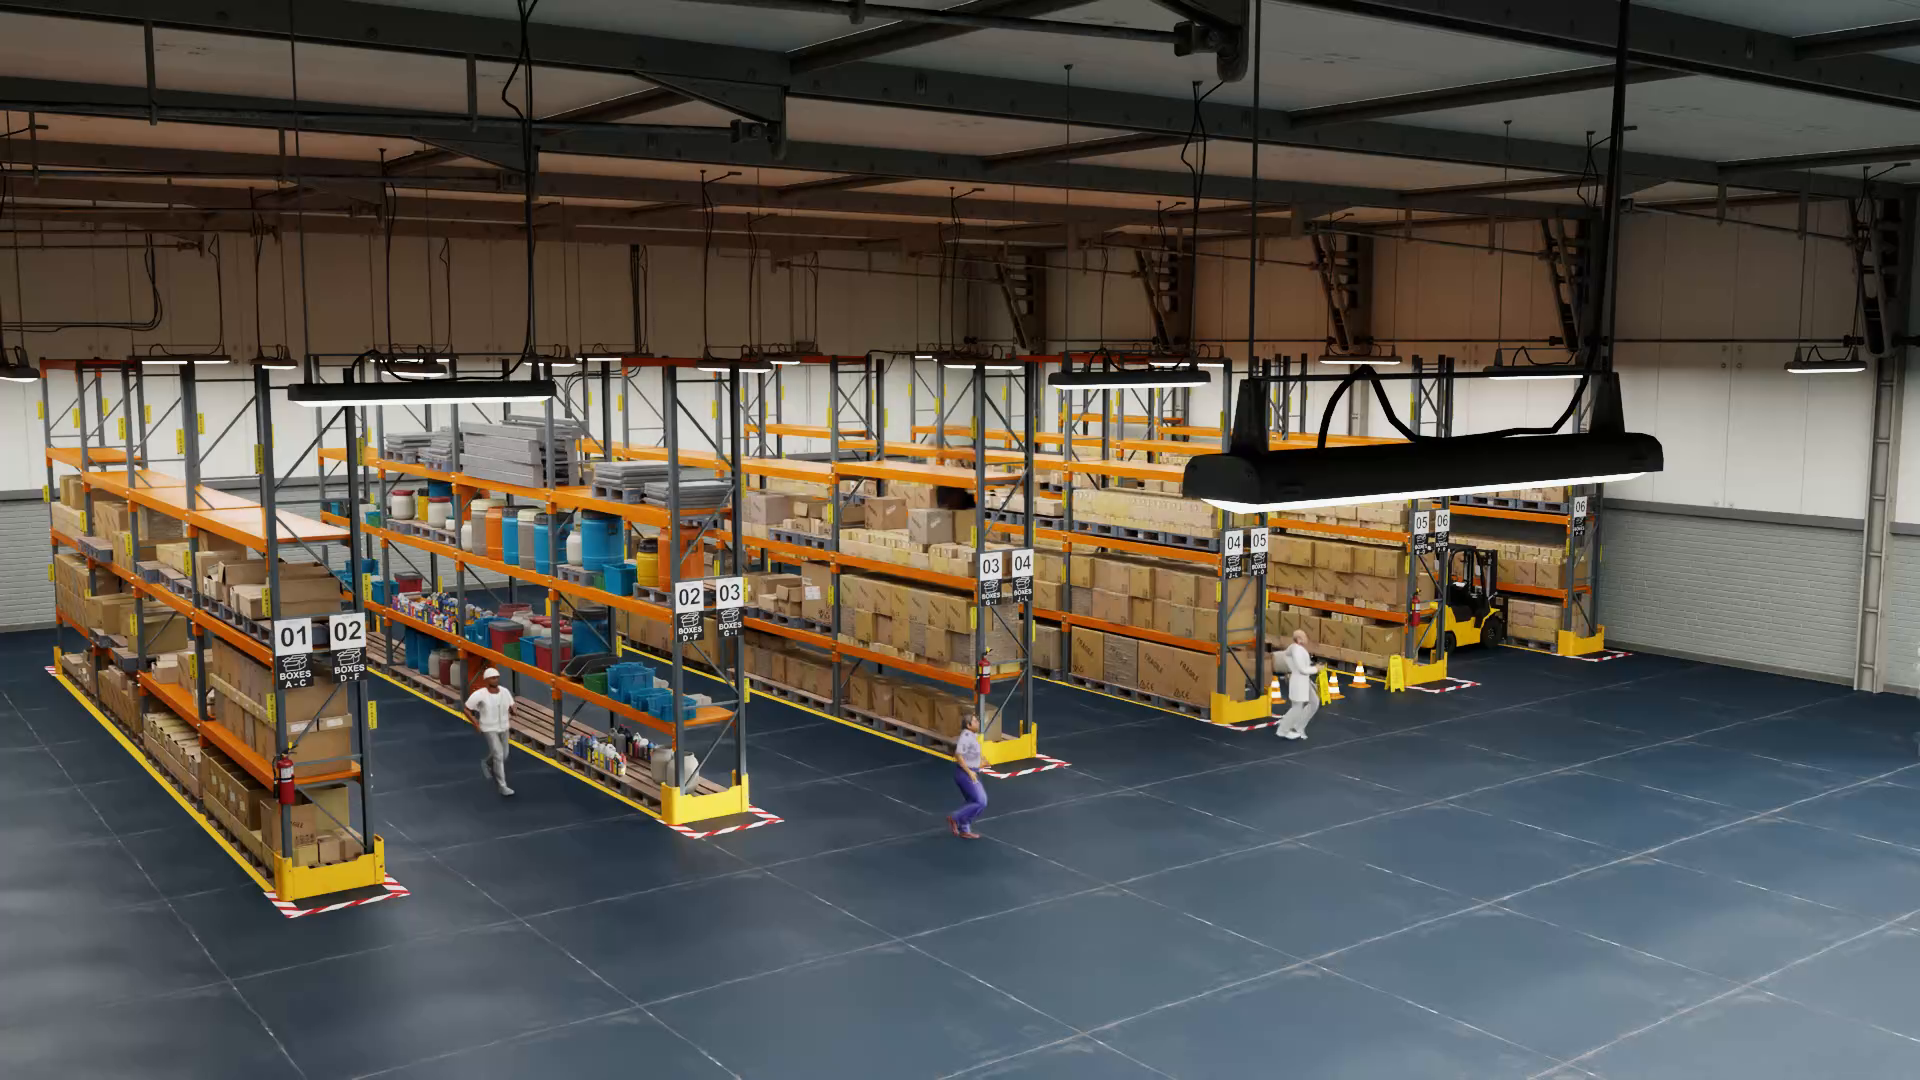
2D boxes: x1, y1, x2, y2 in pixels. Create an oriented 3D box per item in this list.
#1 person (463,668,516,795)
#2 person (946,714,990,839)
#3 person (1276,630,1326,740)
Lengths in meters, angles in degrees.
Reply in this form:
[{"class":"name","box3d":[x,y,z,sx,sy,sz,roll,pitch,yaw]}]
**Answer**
[{"class":"person","box3d":[-6.541,2.660,23.340,0.932,1.747,0.714,6,9,41]},{"class":"person","box3d":[0.104,3.007,21.180,0.581,1.617,0.597,-1,7,-5]},{"class":"person","box3d":[5.396,2.304,26.316,0.746,1.792,0.684,2,7,19]}]
